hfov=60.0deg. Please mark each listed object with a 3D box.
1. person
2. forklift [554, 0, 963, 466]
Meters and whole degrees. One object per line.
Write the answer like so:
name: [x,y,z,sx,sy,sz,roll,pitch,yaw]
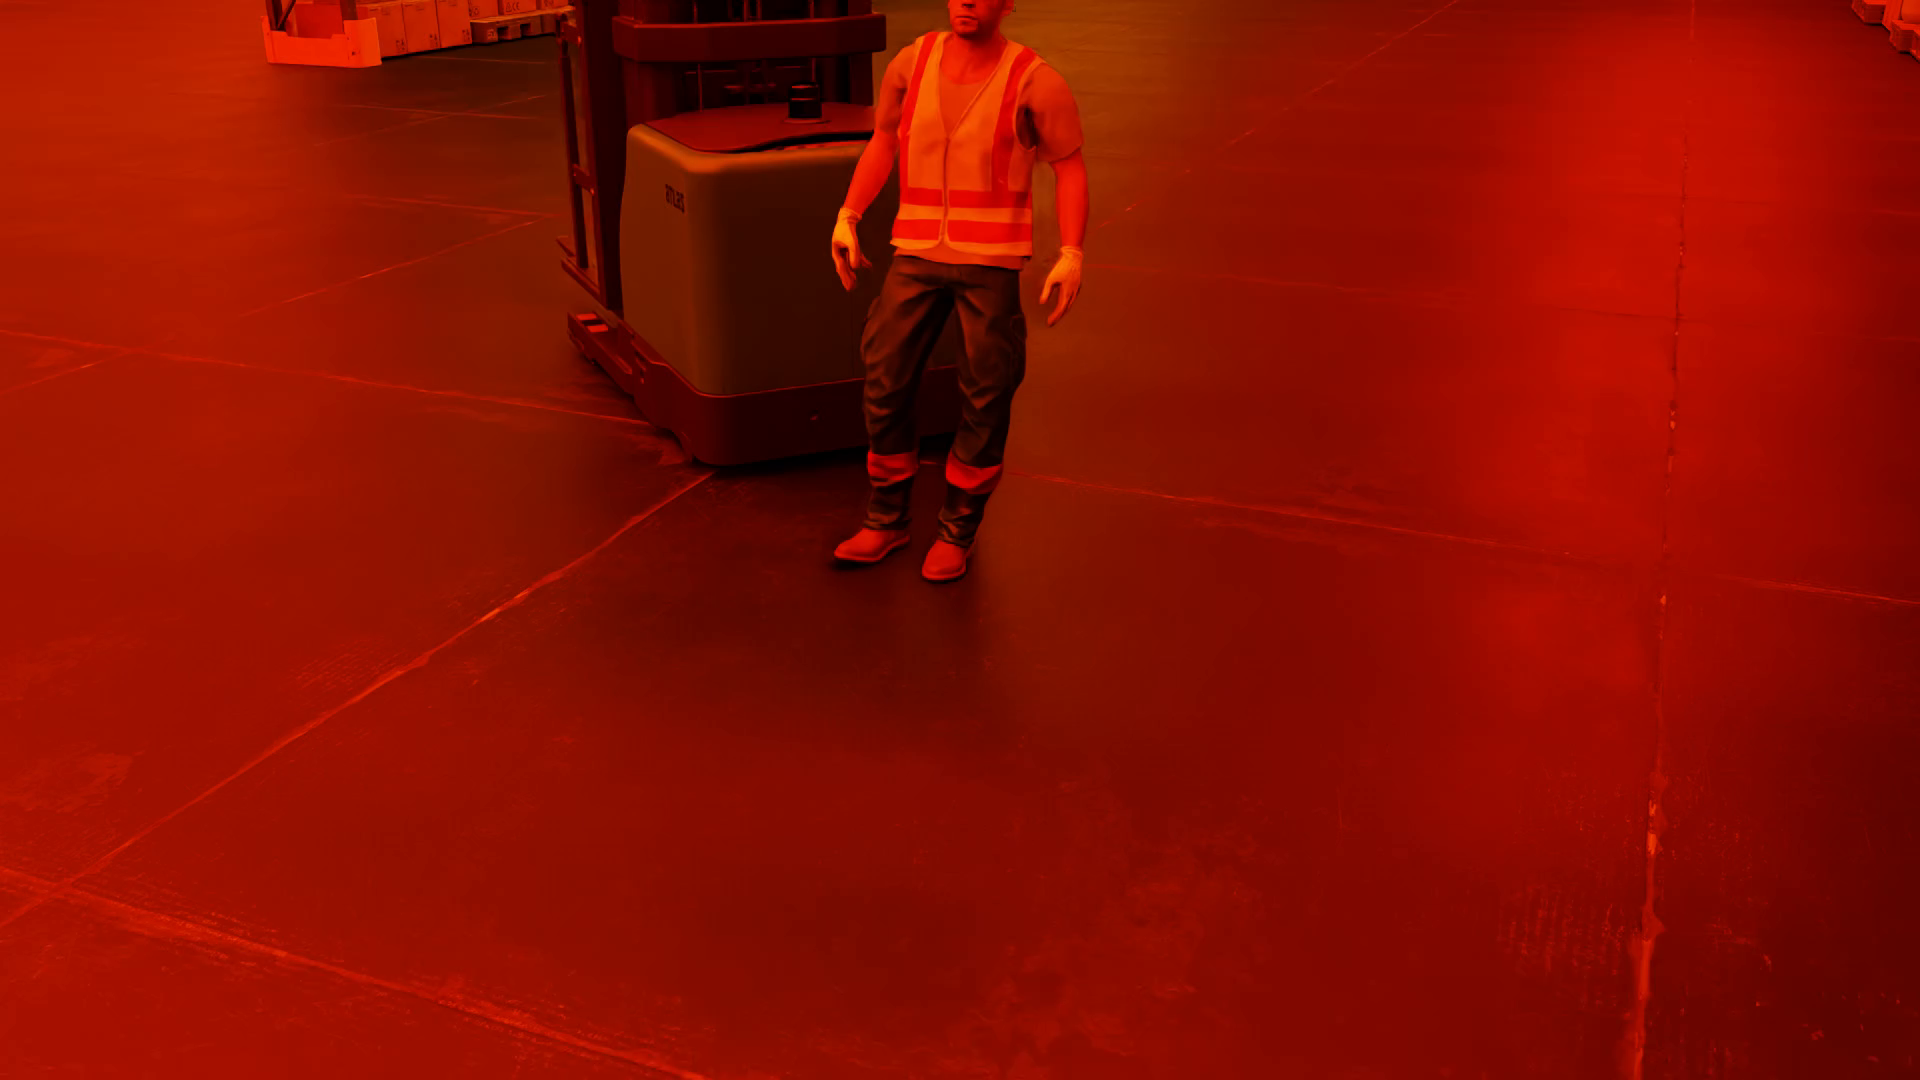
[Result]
person: [-0.031,-0.759,4.653,0.719,1.777,0.484,8,24,18]
forklift: [-0.992,-2.132,6.392,1.130,2.935,3.031,-10,25,-23]
